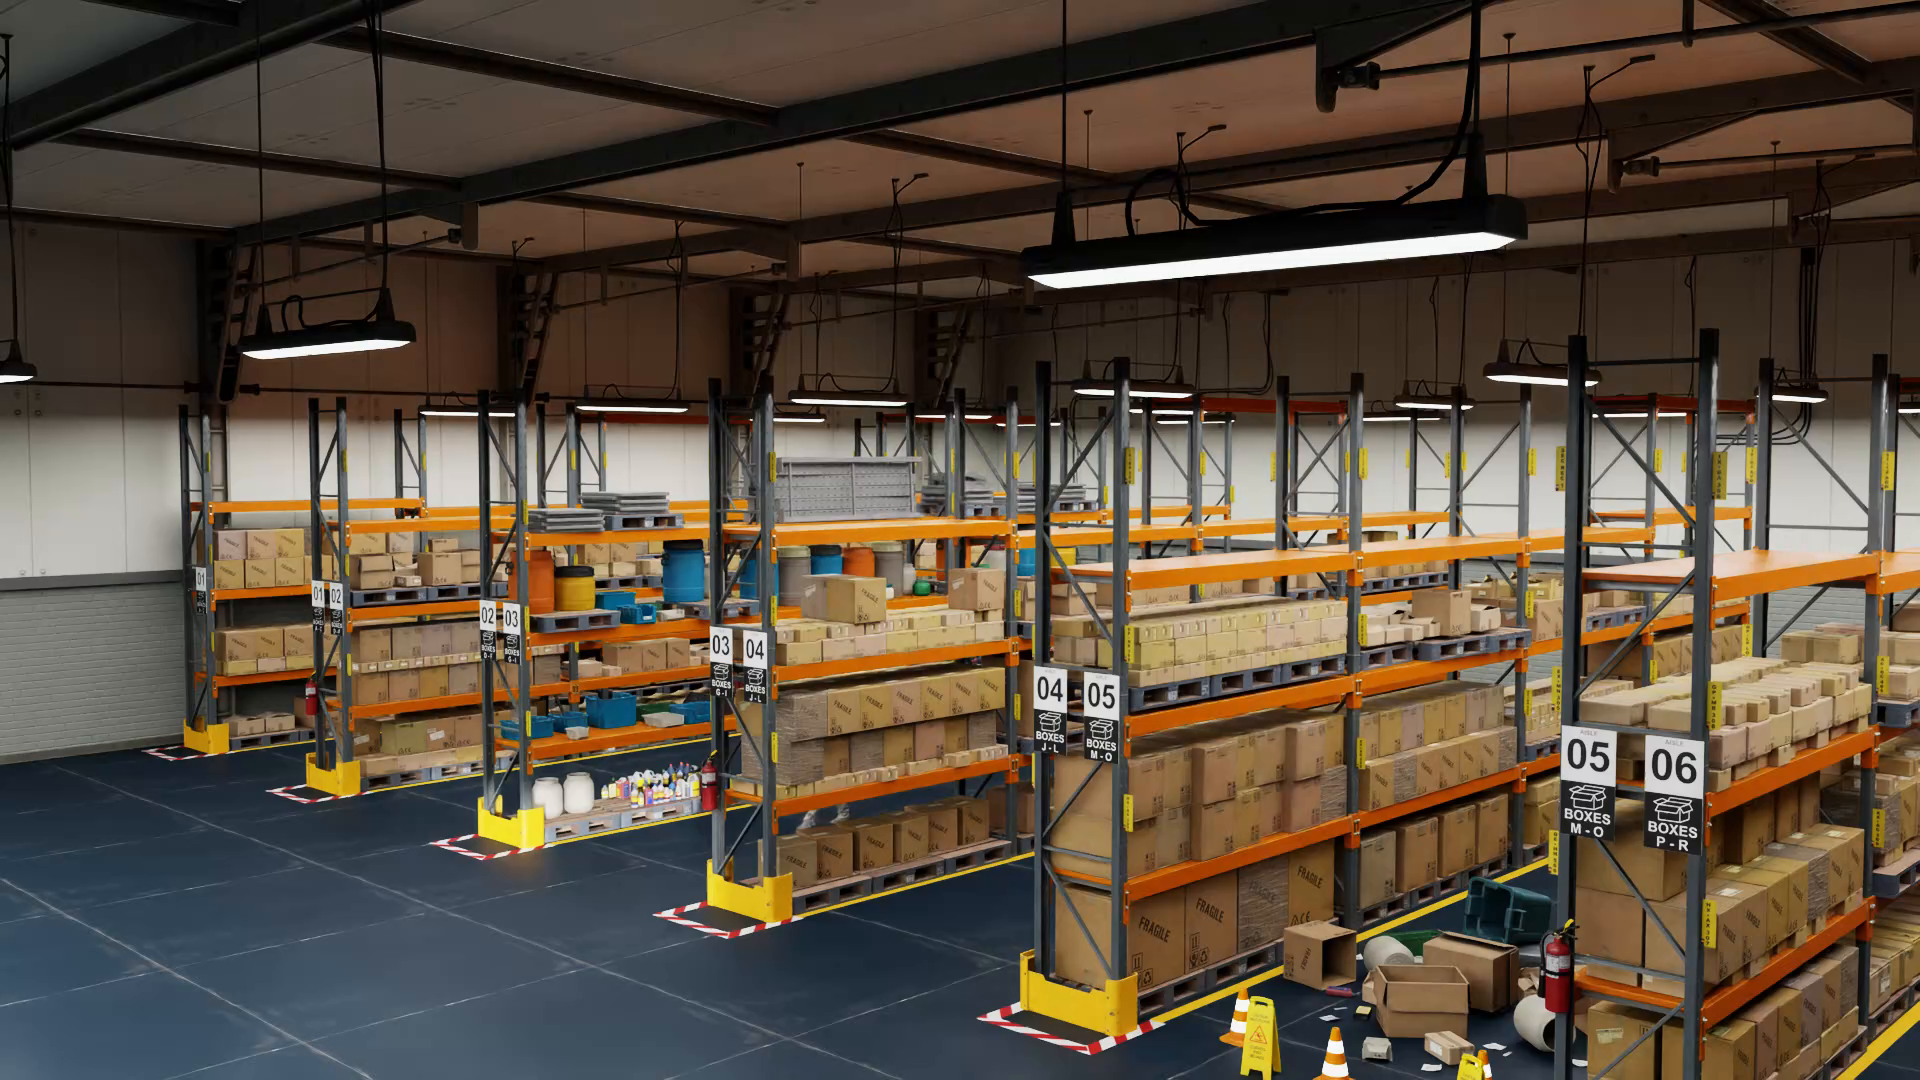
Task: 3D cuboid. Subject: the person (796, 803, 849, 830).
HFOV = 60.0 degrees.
[{"bbox_3d":[-1.907,3.074,22.895,0.584,1.791,0.809,3,4,44],"label":"person"}]
